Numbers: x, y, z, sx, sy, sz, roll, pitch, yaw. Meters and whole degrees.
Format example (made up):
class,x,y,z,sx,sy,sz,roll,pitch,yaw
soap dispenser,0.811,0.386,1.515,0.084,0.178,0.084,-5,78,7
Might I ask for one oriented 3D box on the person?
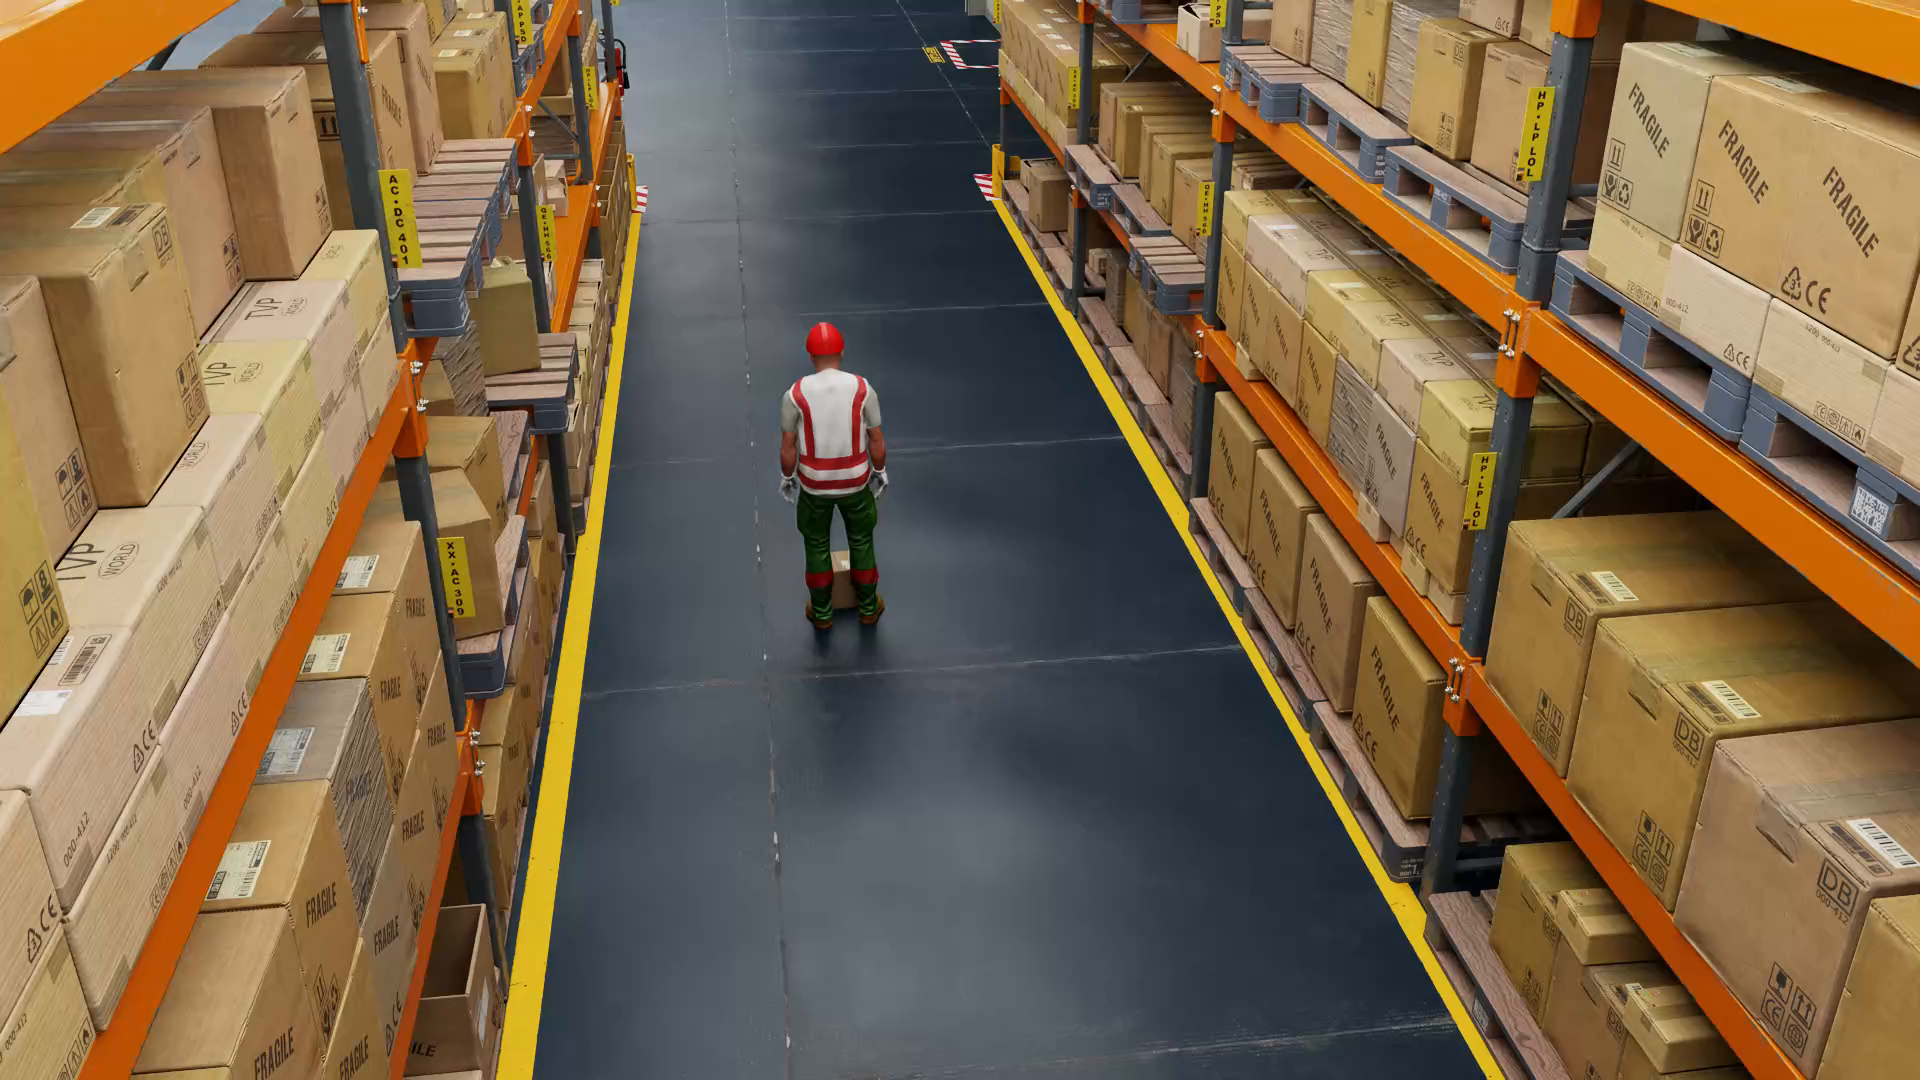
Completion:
class,x,y,z,sx,sy,sz,roll,pitch,yaw
person,-0.700,-0.341,9.272,0.608,1.780,0.448,-3,27,-7
